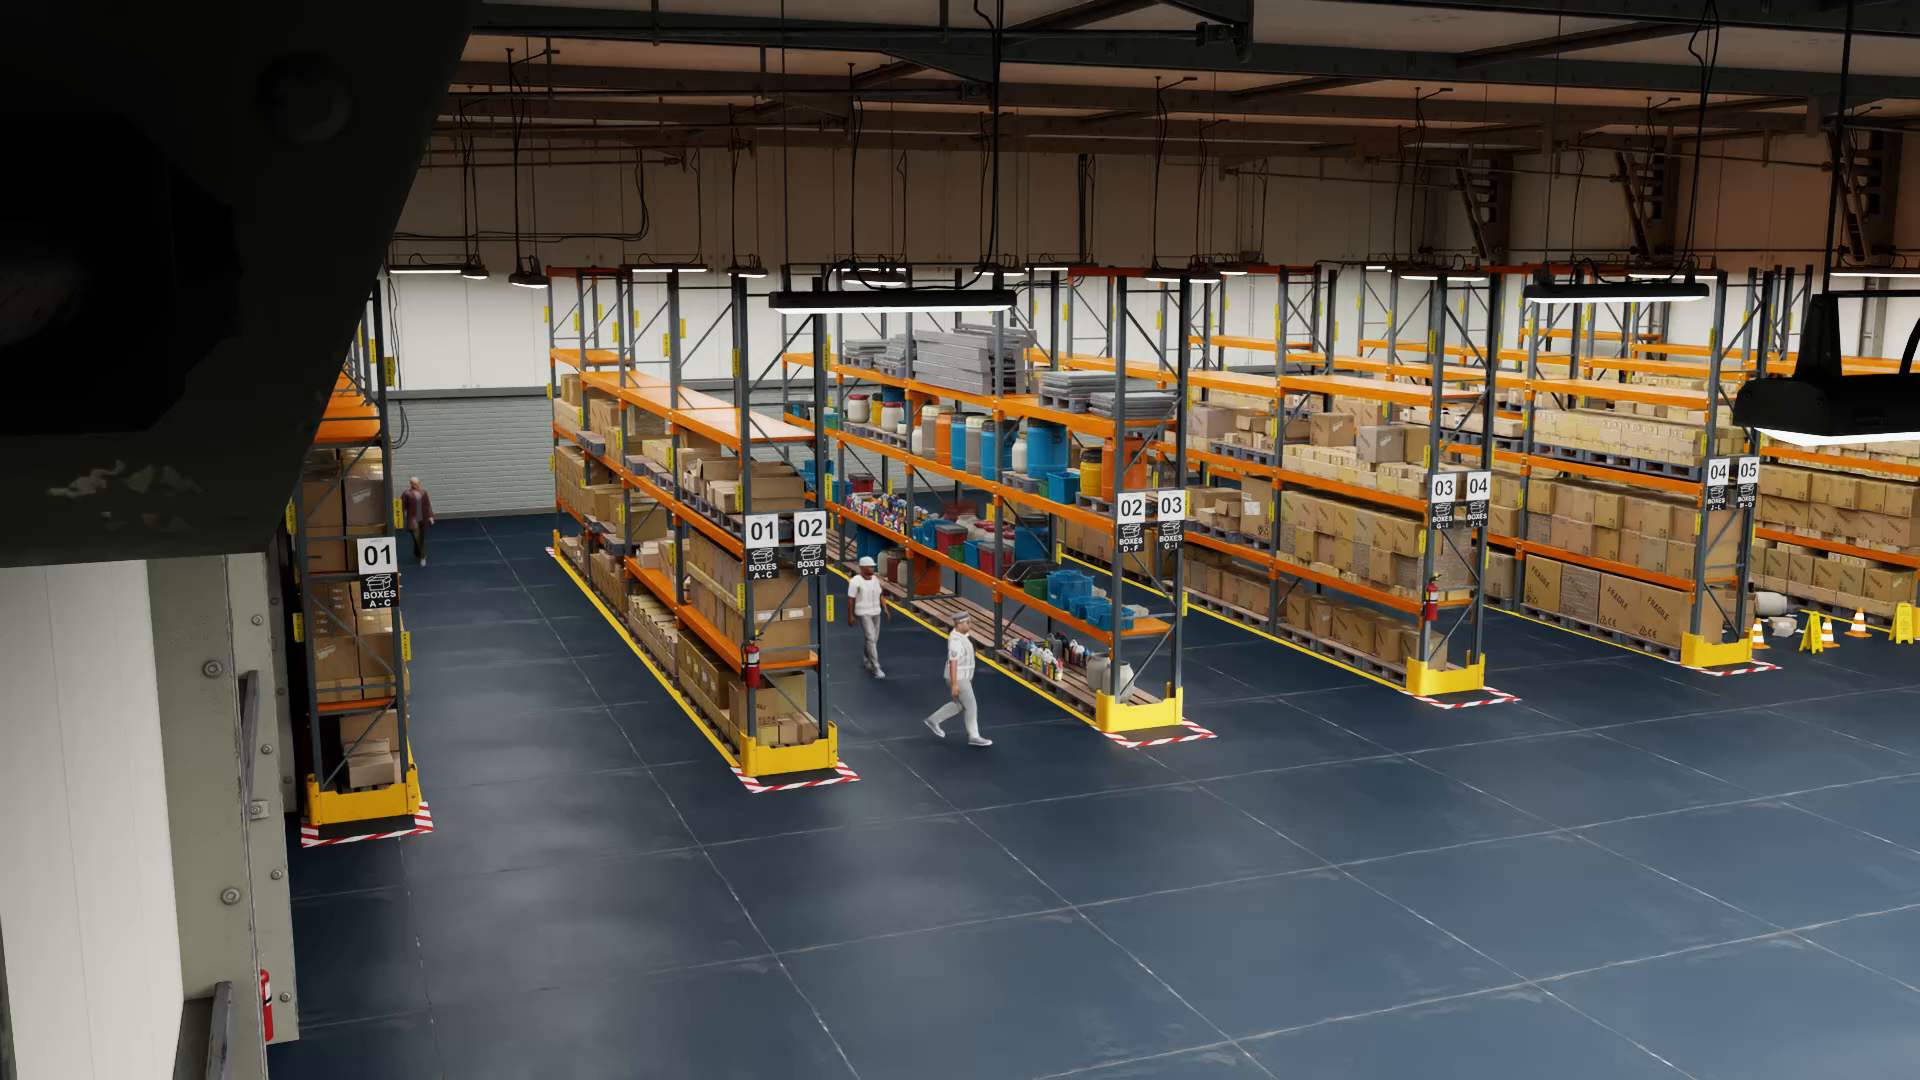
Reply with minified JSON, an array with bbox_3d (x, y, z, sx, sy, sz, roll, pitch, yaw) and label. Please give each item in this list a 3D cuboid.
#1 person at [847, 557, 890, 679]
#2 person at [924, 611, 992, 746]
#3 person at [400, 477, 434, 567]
[{"bbox_3d":[-1.291,1.149,25.091,0.782,1.765,0.600,9,14,43],"label":"person"},{"bbox_3d":[-0.012,1.762,21.487,0.888,1.729,0.591,1,10,6],"label":"person"},{"bbox_3d":[-11.031,-0.397,33.856,0.676,1.777,0.962,-9,13,-40],"label":"person"}]
